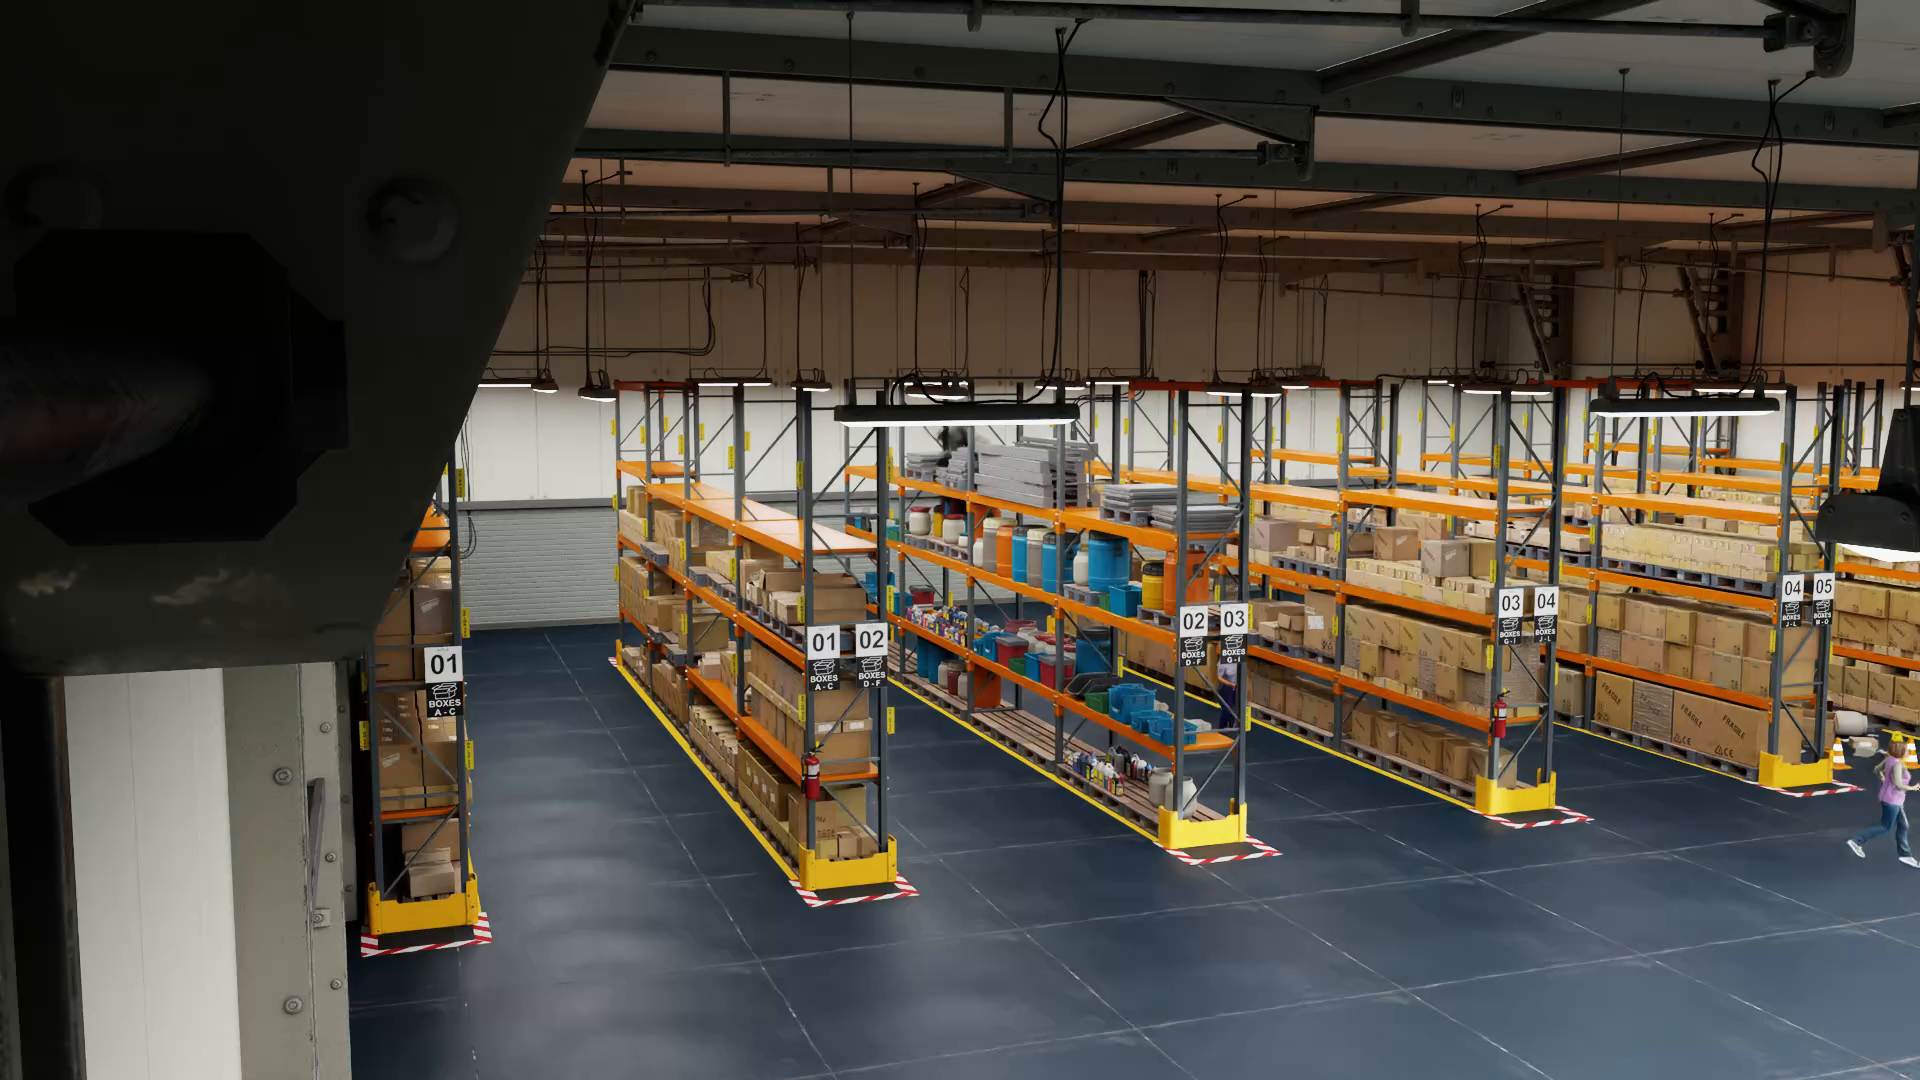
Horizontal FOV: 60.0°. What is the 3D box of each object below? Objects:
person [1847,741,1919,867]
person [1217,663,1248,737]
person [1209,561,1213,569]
[{"bbox_3d":[11.714,3.321,21.013,0.882,1.603,0.550,2,6,19],"label":"person"},{"bbox_3d":[4.626,2.567,28.093,0.628,1.601,0.697,-2,6,-14],"label":"person"},{"bbox_3d":[5.939,1.216,40.904,0.750,1.612,0.728,-2,6,-21],"label":"person"}]
